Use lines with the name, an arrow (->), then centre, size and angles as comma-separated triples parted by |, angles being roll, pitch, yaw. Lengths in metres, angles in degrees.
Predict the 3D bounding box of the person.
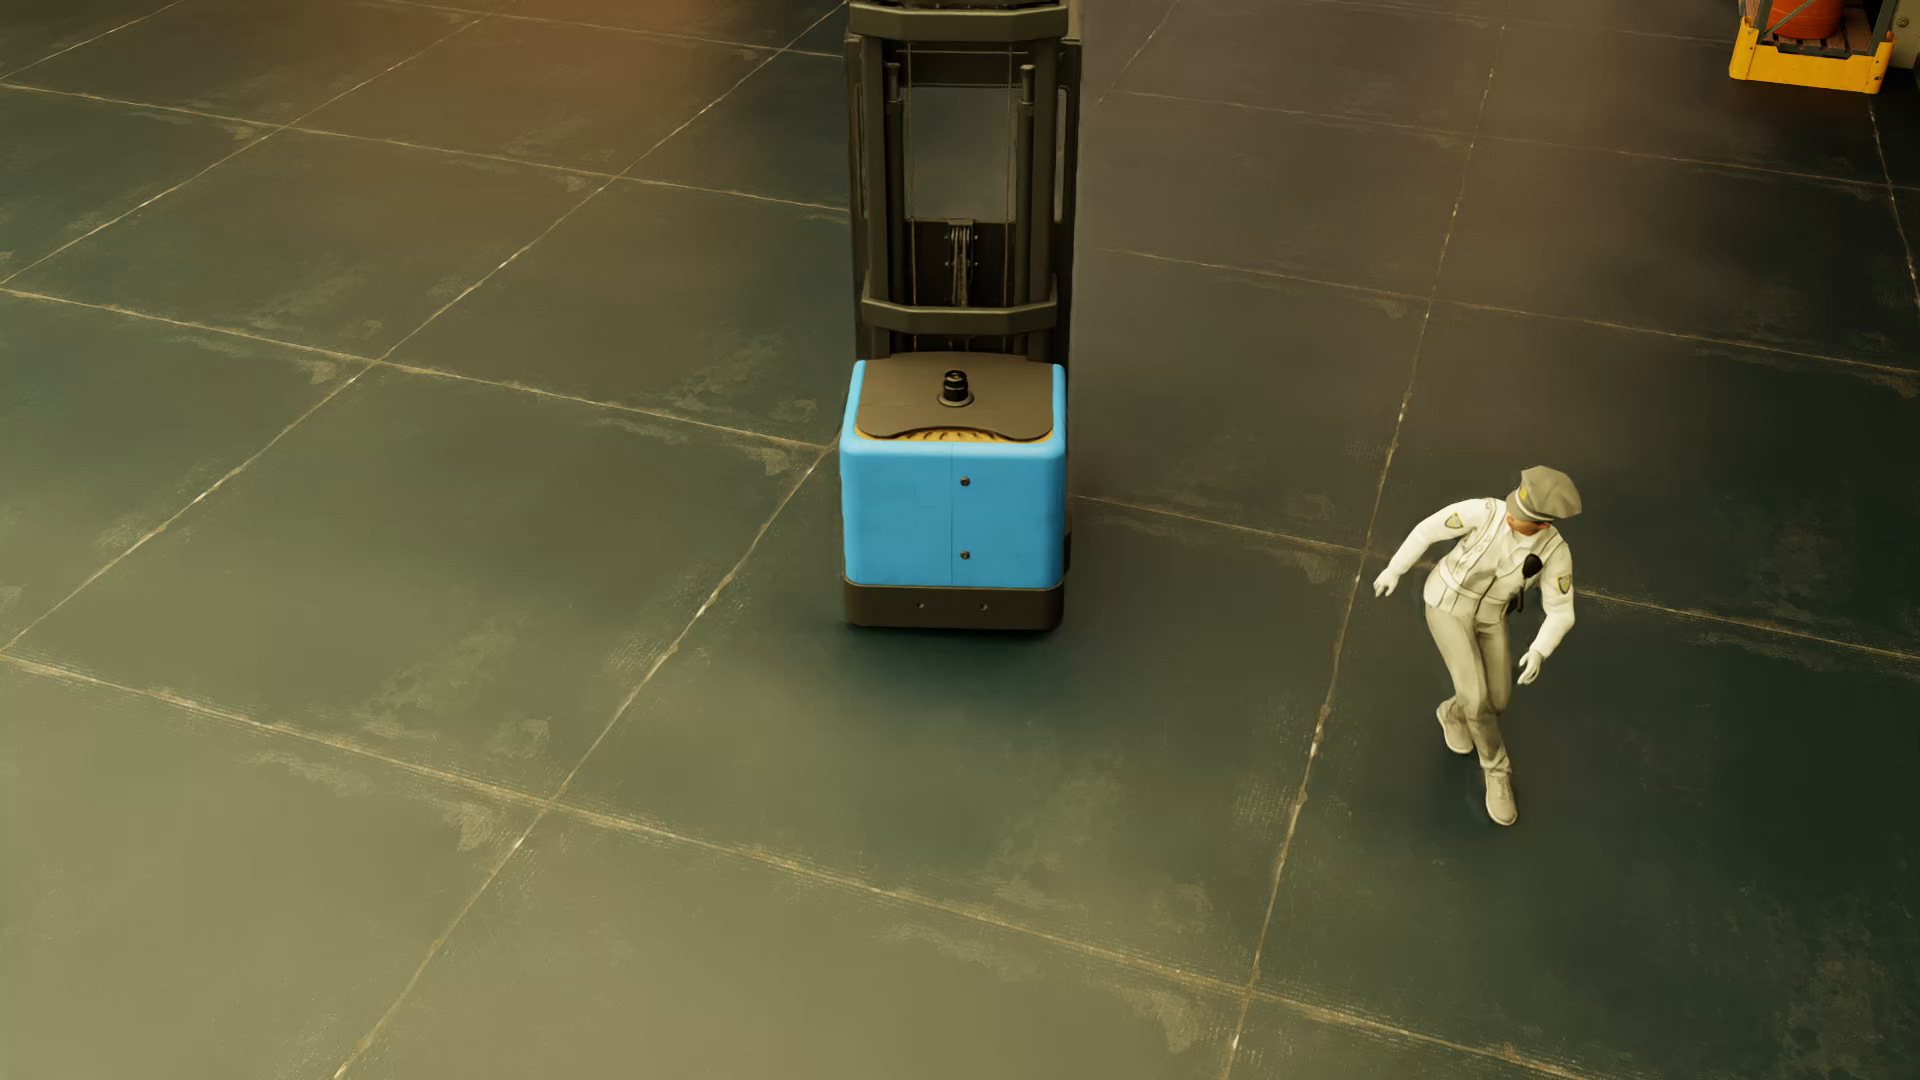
person -> 2.114, 0.379, 6.808 | 0.701, 1.525, 0.729 | -1, 35, -1

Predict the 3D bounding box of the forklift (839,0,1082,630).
forklift -> 0.022, -1.591, 8.354 | 1.130, 2.935, 3.031 | 1, 35, 2
